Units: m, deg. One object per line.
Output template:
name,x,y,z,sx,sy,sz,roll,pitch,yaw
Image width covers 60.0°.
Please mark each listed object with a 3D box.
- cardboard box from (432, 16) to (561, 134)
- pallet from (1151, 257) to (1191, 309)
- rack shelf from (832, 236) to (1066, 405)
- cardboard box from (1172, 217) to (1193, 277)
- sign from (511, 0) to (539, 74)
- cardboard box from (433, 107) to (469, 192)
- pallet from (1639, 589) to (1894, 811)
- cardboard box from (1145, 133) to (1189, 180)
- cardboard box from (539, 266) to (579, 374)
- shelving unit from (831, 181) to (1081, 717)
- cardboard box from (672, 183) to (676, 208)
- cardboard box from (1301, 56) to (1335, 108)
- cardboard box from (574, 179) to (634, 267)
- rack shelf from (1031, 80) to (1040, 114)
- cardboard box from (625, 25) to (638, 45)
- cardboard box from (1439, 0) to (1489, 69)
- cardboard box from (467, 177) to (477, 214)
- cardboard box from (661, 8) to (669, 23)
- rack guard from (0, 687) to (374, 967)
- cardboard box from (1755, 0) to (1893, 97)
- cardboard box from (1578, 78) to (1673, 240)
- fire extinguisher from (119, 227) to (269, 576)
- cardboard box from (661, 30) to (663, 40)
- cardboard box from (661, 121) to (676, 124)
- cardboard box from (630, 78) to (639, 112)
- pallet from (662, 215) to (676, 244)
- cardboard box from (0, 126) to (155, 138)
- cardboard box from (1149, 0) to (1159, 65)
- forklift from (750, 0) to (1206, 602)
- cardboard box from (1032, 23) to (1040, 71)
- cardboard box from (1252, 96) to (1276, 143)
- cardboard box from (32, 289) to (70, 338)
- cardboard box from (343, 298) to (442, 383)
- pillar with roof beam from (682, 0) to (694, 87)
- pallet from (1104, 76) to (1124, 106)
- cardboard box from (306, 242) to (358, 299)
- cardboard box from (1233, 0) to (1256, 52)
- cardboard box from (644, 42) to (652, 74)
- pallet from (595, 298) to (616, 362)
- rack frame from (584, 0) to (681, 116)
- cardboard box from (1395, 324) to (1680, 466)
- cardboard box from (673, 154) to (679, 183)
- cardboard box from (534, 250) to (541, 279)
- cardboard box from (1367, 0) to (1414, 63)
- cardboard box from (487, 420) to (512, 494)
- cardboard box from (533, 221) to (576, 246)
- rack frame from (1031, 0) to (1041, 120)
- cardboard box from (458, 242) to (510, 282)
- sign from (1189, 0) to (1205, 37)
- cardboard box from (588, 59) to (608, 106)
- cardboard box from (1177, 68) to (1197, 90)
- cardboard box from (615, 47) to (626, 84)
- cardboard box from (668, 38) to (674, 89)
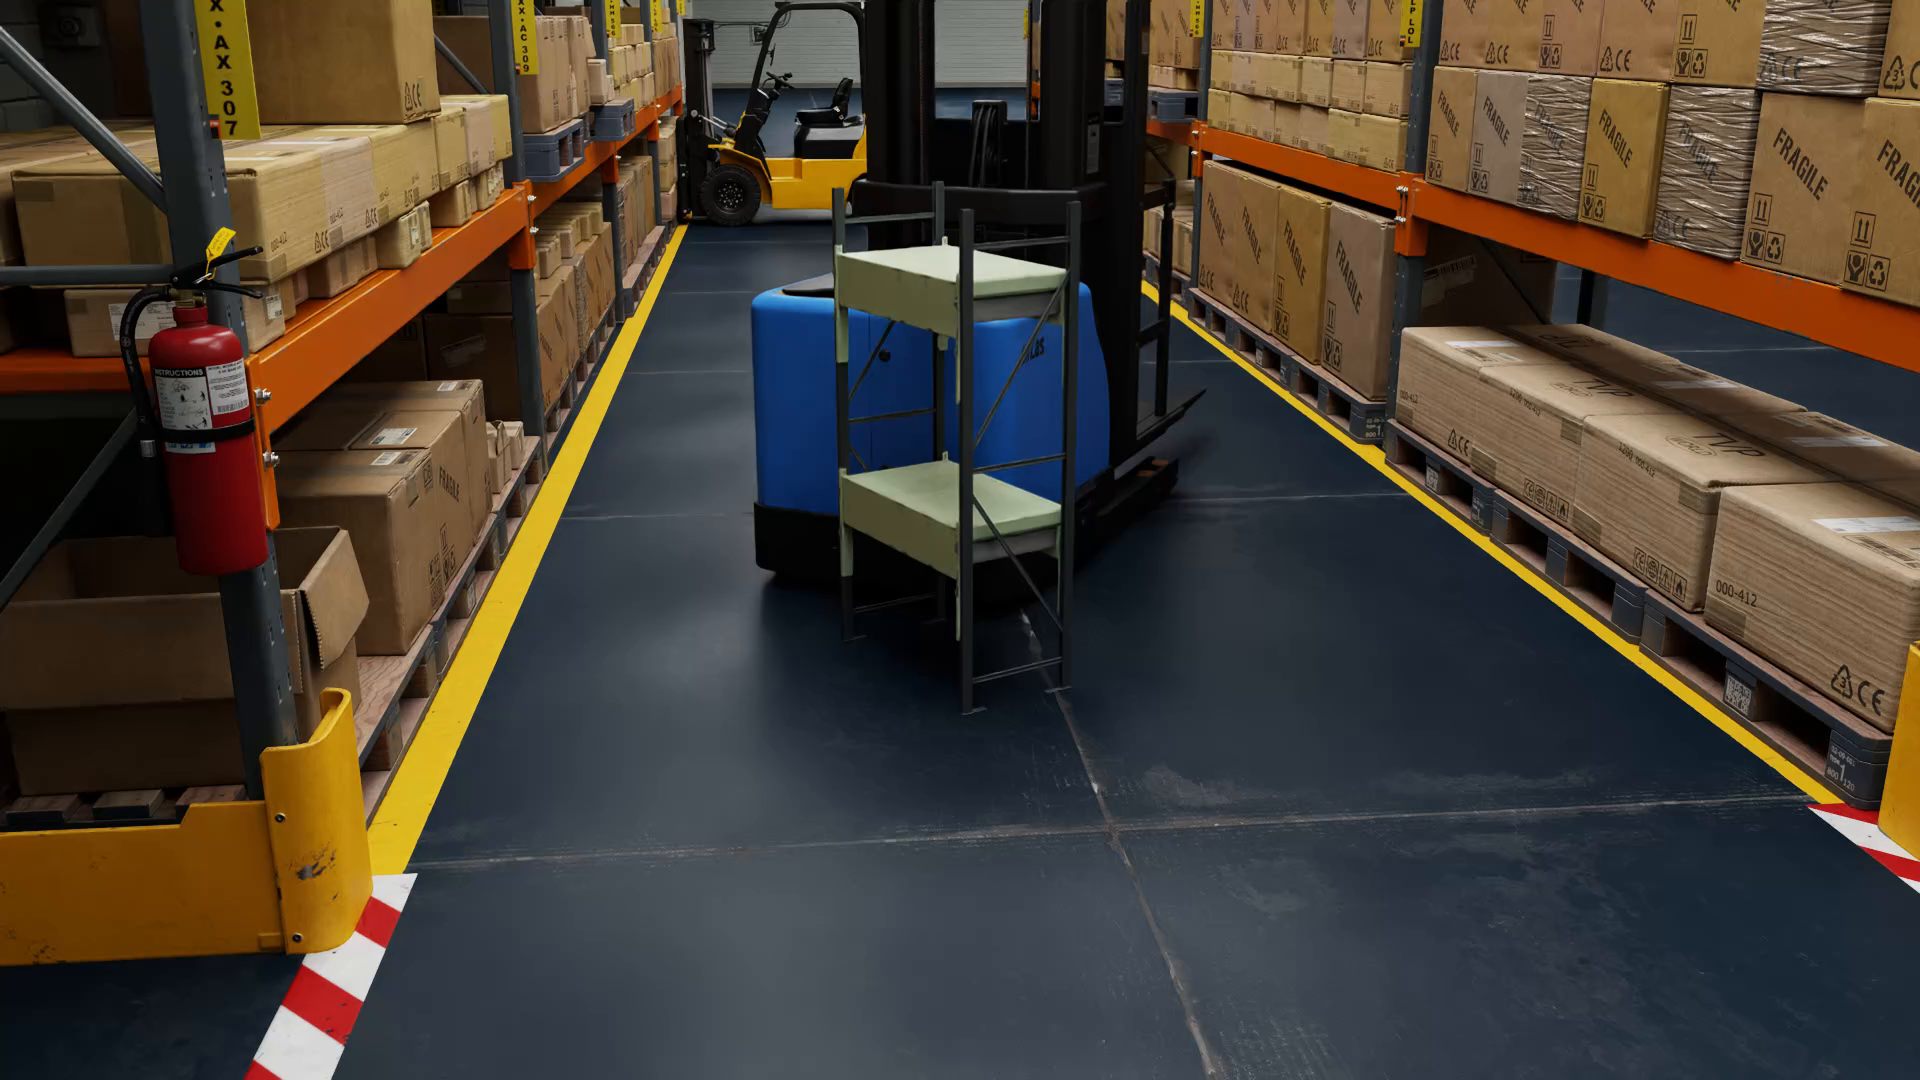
cardboard box,-2.215,-2.108,7.517,0.700,0.500,0.500,-1,17,-4
pallet,2.058,-1.958,12.561,1.003,0.211,1.213,-2,18,-6
rack shelf,-0.026,-0.683,5.047,0.431,0.370,0.720,-11,20,-31
cardboard box,2.089,-2.171,12.269,0.950,0.372,0.625,-3,18,-9
sign,-1.848,-2.141,7.045,0.100,0.325,0.005,-2,18,-6
cardboard box,-1.987,-1.338,5.684,0.500,0.250,0.500,-2,18,-6
pallet,2.802,0.423,4.978,1.003,0.211,1.213,-2,18,-6
cardboard box,1.932,-3.678,16.021,0.500,0.500,0.500,-1,17,-3
cardboard box,-2.325,-1.175,8.885,0.500,0.500,0.500,-2,18,-7
shelving unit,-0.026,-0.311,5.164,0.431,1.500,0.755,-11,20,-31
cardboard box,-3.001,-3.286,16.027,0.500,0.250,0.500,-2,18,-7
cardboard box,2.144,-2.457,8.912,0.500,0.250,0.500,-1,17,-4
cardboard box,-2.926,-2.349,12.415,0.875,0.625,0.625,-1,17,-4
rack shelf,1.518,-4.500,17.203,1.077,0.370,4.000,-2,18,-6
cardboard box,-2.691,-3.899,12.837,0.380,0.149,0.250,-2,18,-7
cardboard box,2.358,-2.239,6.965,0.500,0.500,0.500,-2,18,-5
cardboard box,-2.004,-1.270,6.133,0.380,0.149,0.250,-1,17,-4
cardboard box,-3.147,-5.306,16.824,0.380,0.149,0.250,-1,17,-5
rack guard,-1.982,0.652,3.764,1.175,0.500,0.348,-2,18,-6
cardboard box,2.593,-1.488,4.572,0.500,0.500,0.500,-2,18,-5
cardboard box,2.483,-1.312,5.680,0.500,0.500,0.500,-1,17,-4
fire extinguisher,-1.500,-0.273,3.291,0.296,0.674,0.183,-2,18,-6
cardboard box,-3.044,-4.861,15.902,0.380,0.149,0.250,-2,18,-6
cardboard box,-3.147,-4.220,17.333,0.500,0.250,0.500,-2,17,-5
cardboard box,-2.761,-3.427,12.836,0.500,0.250,0.500,-1,17,-4
pallet,-3.253,-3.001,15.882,1.003,0.211,1.213,-2,18,-6
cardboard box,-2.384,-1.018,4.666,0.500,0.250,0.500,-1,17,-4
cardboard box,1.696,-3.876,12.652,0.500,0.500,0.500,-3,18,-9
forklift,0.308,-1.581,6.819,1.130,2.935,3.031,8,19,23
cardboard box,1.085,-5.479,18.457,0.500,0.500,0.500,-2,18,-6
cardboard box,2.056,-2.521,9.951,0.500,0.250,0.500,-1,17,-4
cardboard box,-2.241,-0.566,3.890,0.380,0.149,0.250,-1,17,-4
cardboard box,-2.732,-0.854,7.862,0.500,0.500,0.500,-2,18,-6
pillar with roof beam,-3.262,-16.982,45.747,9.100,9.000,0.400,-2,18,-6
pallet,1.659,-3.923,14.487,1.003,0.211,1.213,-2,18,-6
cardboard box,-1.835,-0.733,4.423,0.380,0.149,0.250,-1,17,-4
cardboard box,2.006,-3.278,10.275,0.500,0.500,0.500,-2,18,-5
cardboard box,-2.907,-4.121,14.212,0.500,0.250,0.500,-2,18,-7
pallet,-2.760,-1.347,10.615,1.003,0.211,1.213,-2,18,-6
rack frame,-3.625,-5.284,18.502,1.000,3.000,0.127,-2,18,-6
cardboard box,2.508,-0.651,7.320,0.875,0.438,0.875,-2,18,-6
cardboard box,-3.049,-3.673,16.425,0.500,0.250,0.500,-2,18,-6
cardboard box,-2.345,-1.379,8.451,0.380,0.149,0.250,-2,18,-7
cardboard box,2.254,-2.514,7.840,0.500,0.500,0.500,-1,17,-4
cardboard box,-2.001,-0.342,6.622,0.396,0.266,0.258,-1,17,-4
cardboard box,-2.446,-1.764,9.678,0.380,0.149,0.250,-2,18,-6
rack frame,1.312,-5.439,18.994,1.000,3.000,0.127,-2,18,-6
cardboard box,-2.220,-1.282,7.644,0.380,0.149,0.250,-2,18,-7
sign,1.598,-3.550,11.178,0.100,0.325,0.005,-2,18,-6
cardboard box,-2.369,-2.725,9.900,0.500,0.250,0.500,-3,18,-8
cardboard box,1.770,-3.304,11.912,0.380,0.149,0.250,-2,17,-5
cardboard box,-2.653,-3.357,11.778,0.500,0.250,0.500,-1,17,-4
cardboard box,-3.215,-4.886,17.066,0.500,0.500,0.500,-2,18,-7
